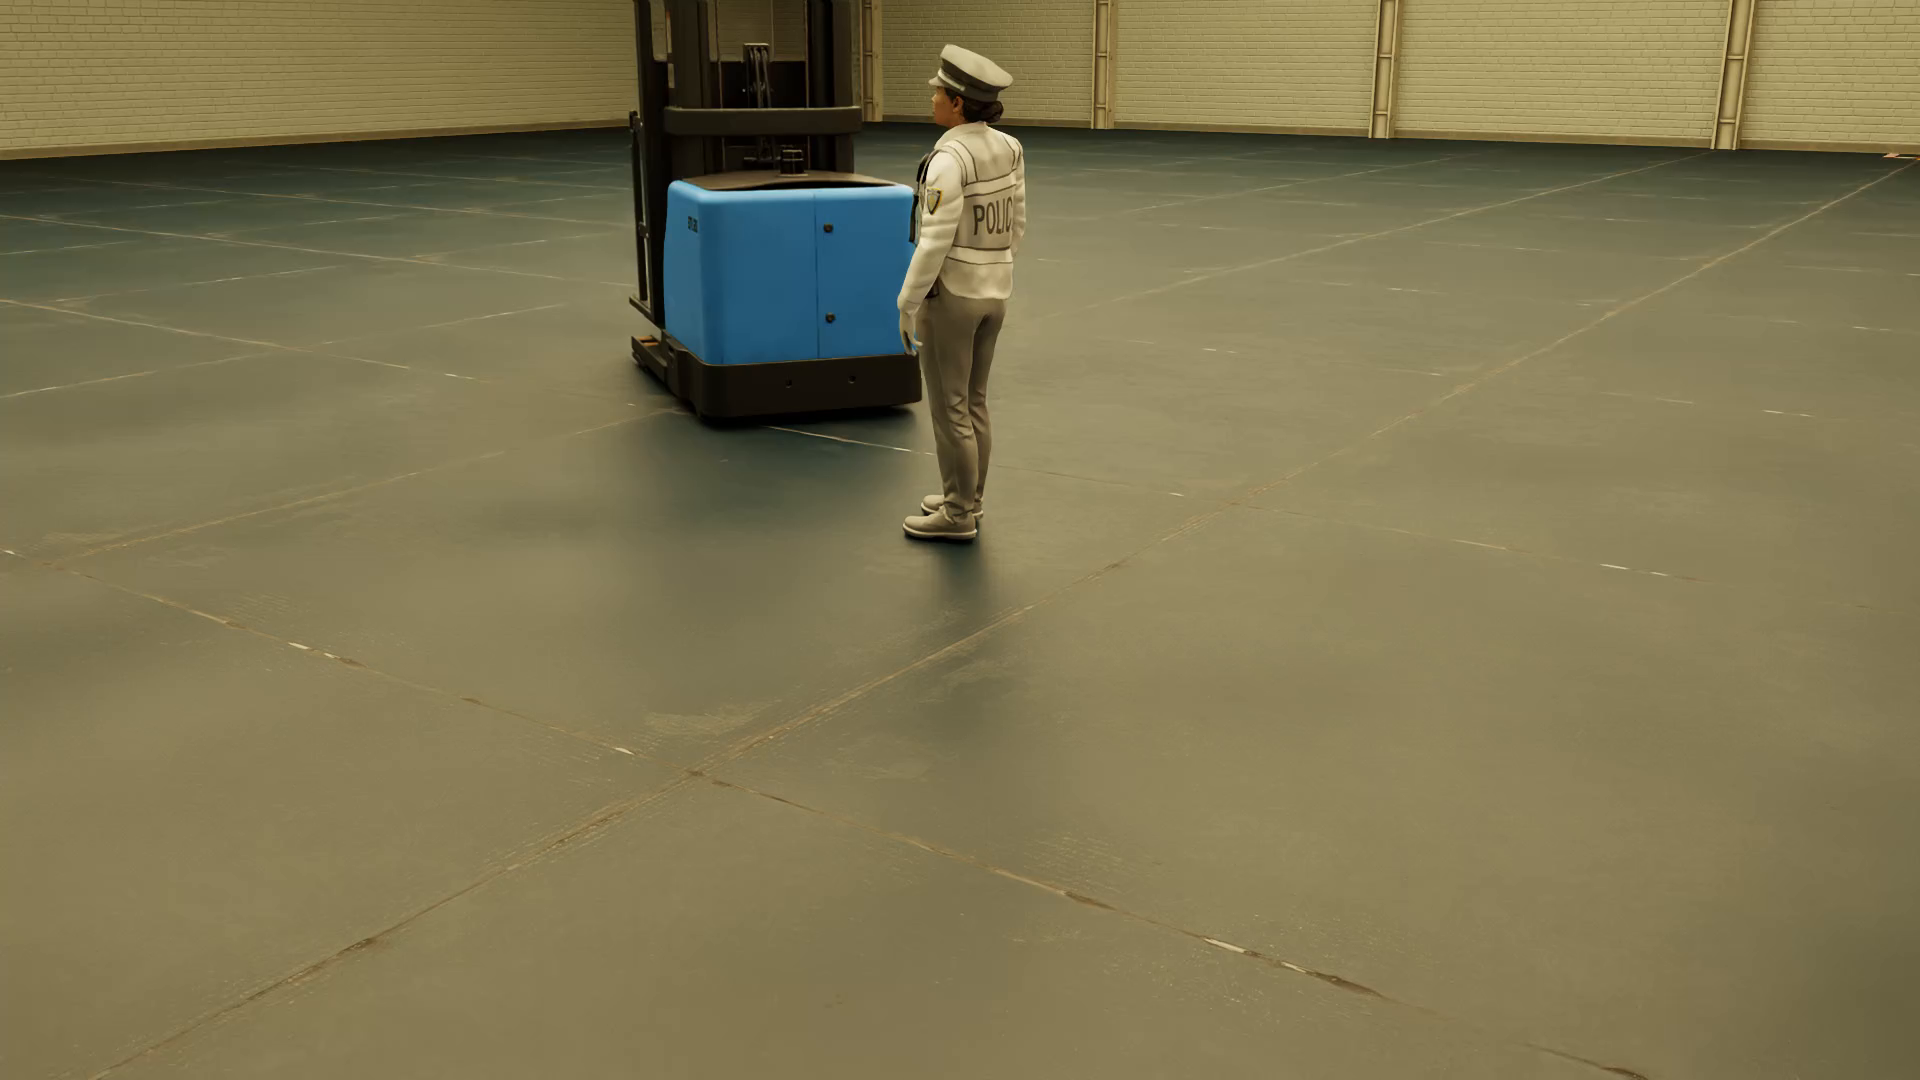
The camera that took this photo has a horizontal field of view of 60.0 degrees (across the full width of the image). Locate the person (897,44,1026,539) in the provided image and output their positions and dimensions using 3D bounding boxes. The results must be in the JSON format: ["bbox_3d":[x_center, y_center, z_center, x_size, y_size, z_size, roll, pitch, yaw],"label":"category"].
[{"bbox_3d":[-0.052,-0.831,5.747,0.531,1.694,0.586,11,20,33],"label":"person"}]

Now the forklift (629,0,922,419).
[{"bbox_3d":[-1.168,-2.342,8.666,1.130,2.935,3.031,-6,18,-19],"label":"forklift"}]
